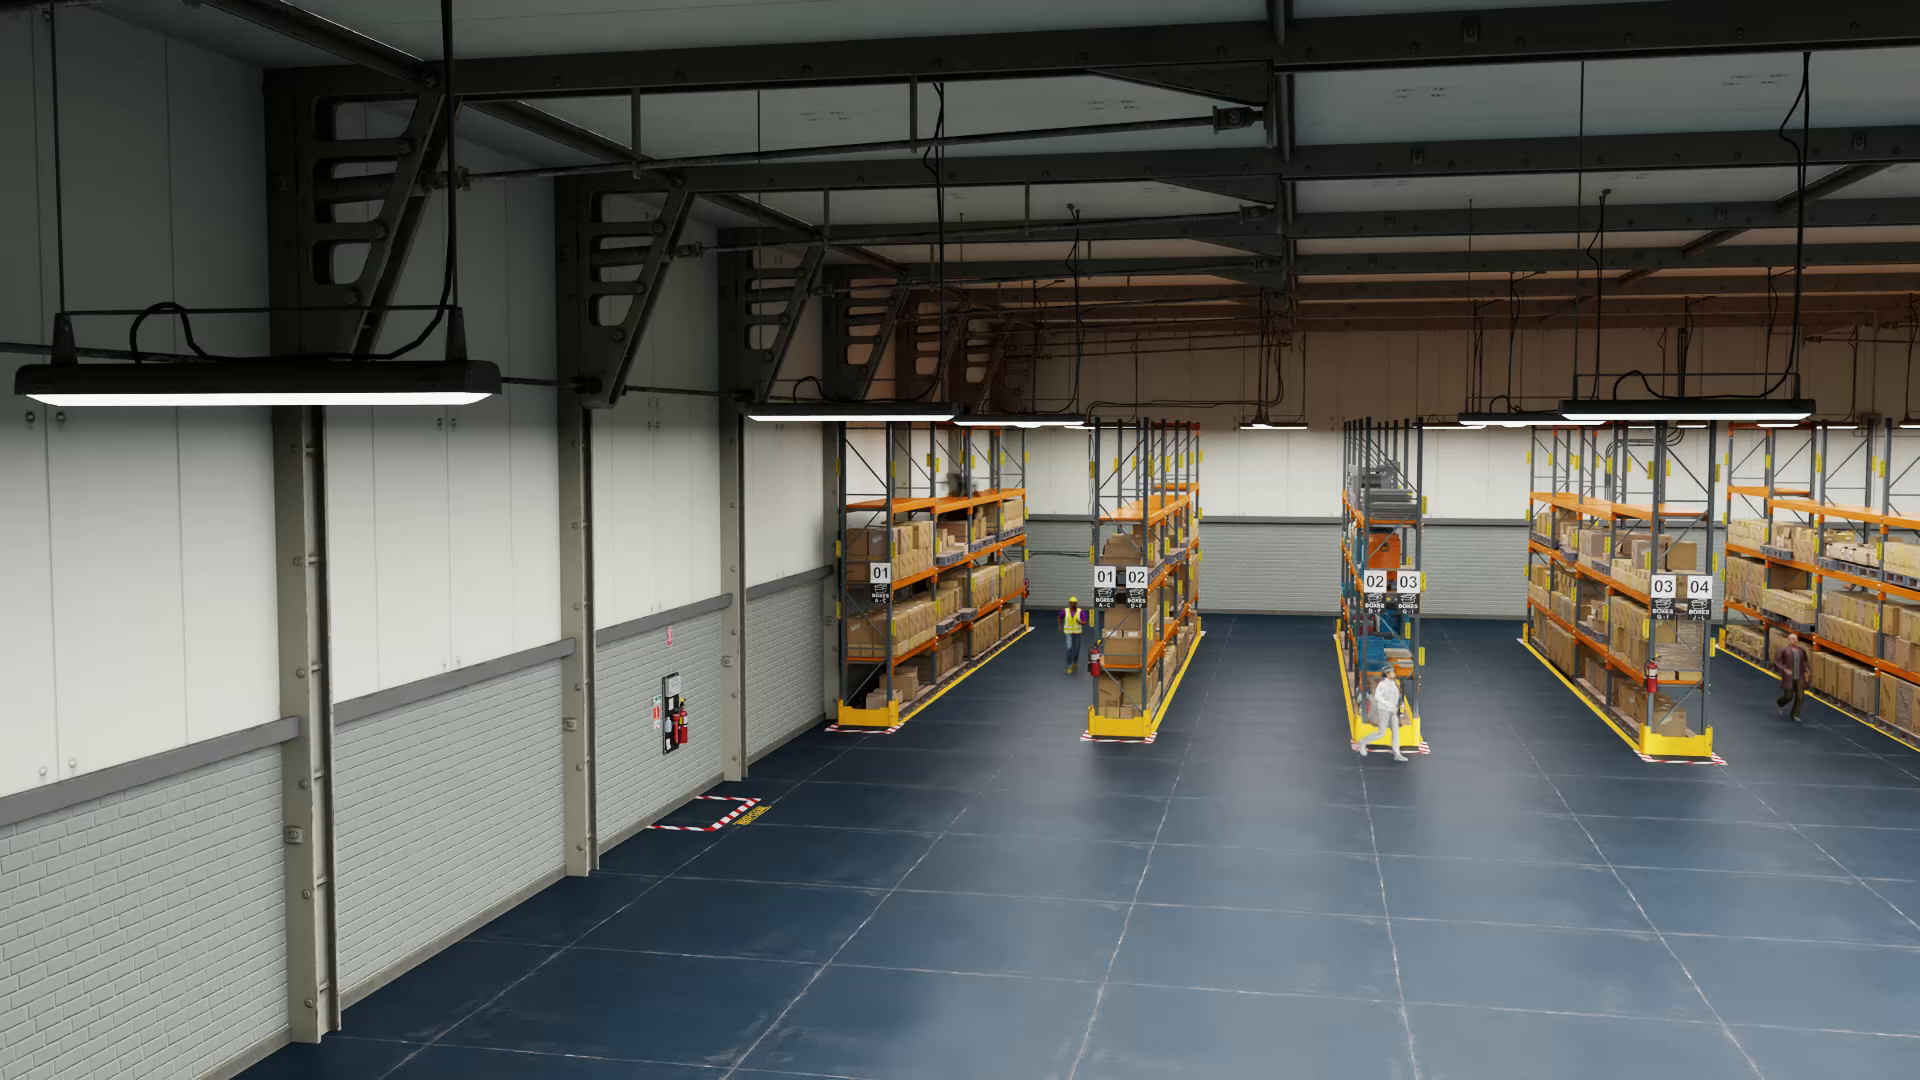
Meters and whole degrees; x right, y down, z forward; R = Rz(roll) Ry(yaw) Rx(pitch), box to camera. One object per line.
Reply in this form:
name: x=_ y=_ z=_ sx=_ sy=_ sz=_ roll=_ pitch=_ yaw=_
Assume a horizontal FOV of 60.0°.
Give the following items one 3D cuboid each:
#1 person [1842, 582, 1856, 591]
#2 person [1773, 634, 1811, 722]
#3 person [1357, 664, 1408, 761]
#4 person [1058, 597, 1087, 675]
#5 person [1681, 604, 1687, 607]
person: x=24.245 y=1.951 z=45.422 sx=0.735 sy=1.699 sz=0.588 roll=0 pitch=4 yaw=-5
person: x=16.488 y=2.813 z=32.955 sx=0.714 sy=1.534 sz=0.713 roll=0 pitch=4 yaw=2
person: x=7.475 y=2.989 z=29.050 sx=0.932 sy=1.648 sz=0.672 roll=3 pitch=5 yaw=42
person: x=2.688 y=2.259 z=39.615 sx=0.678 sy=1.819 sz=0.830 roll=0 pitch=4 yaw=-1
person: x=18.637 y=2.095 z=42.623 sx=0.715 sy=1.732 sz=0.630 roll=1 pitch=4 yaw=17
